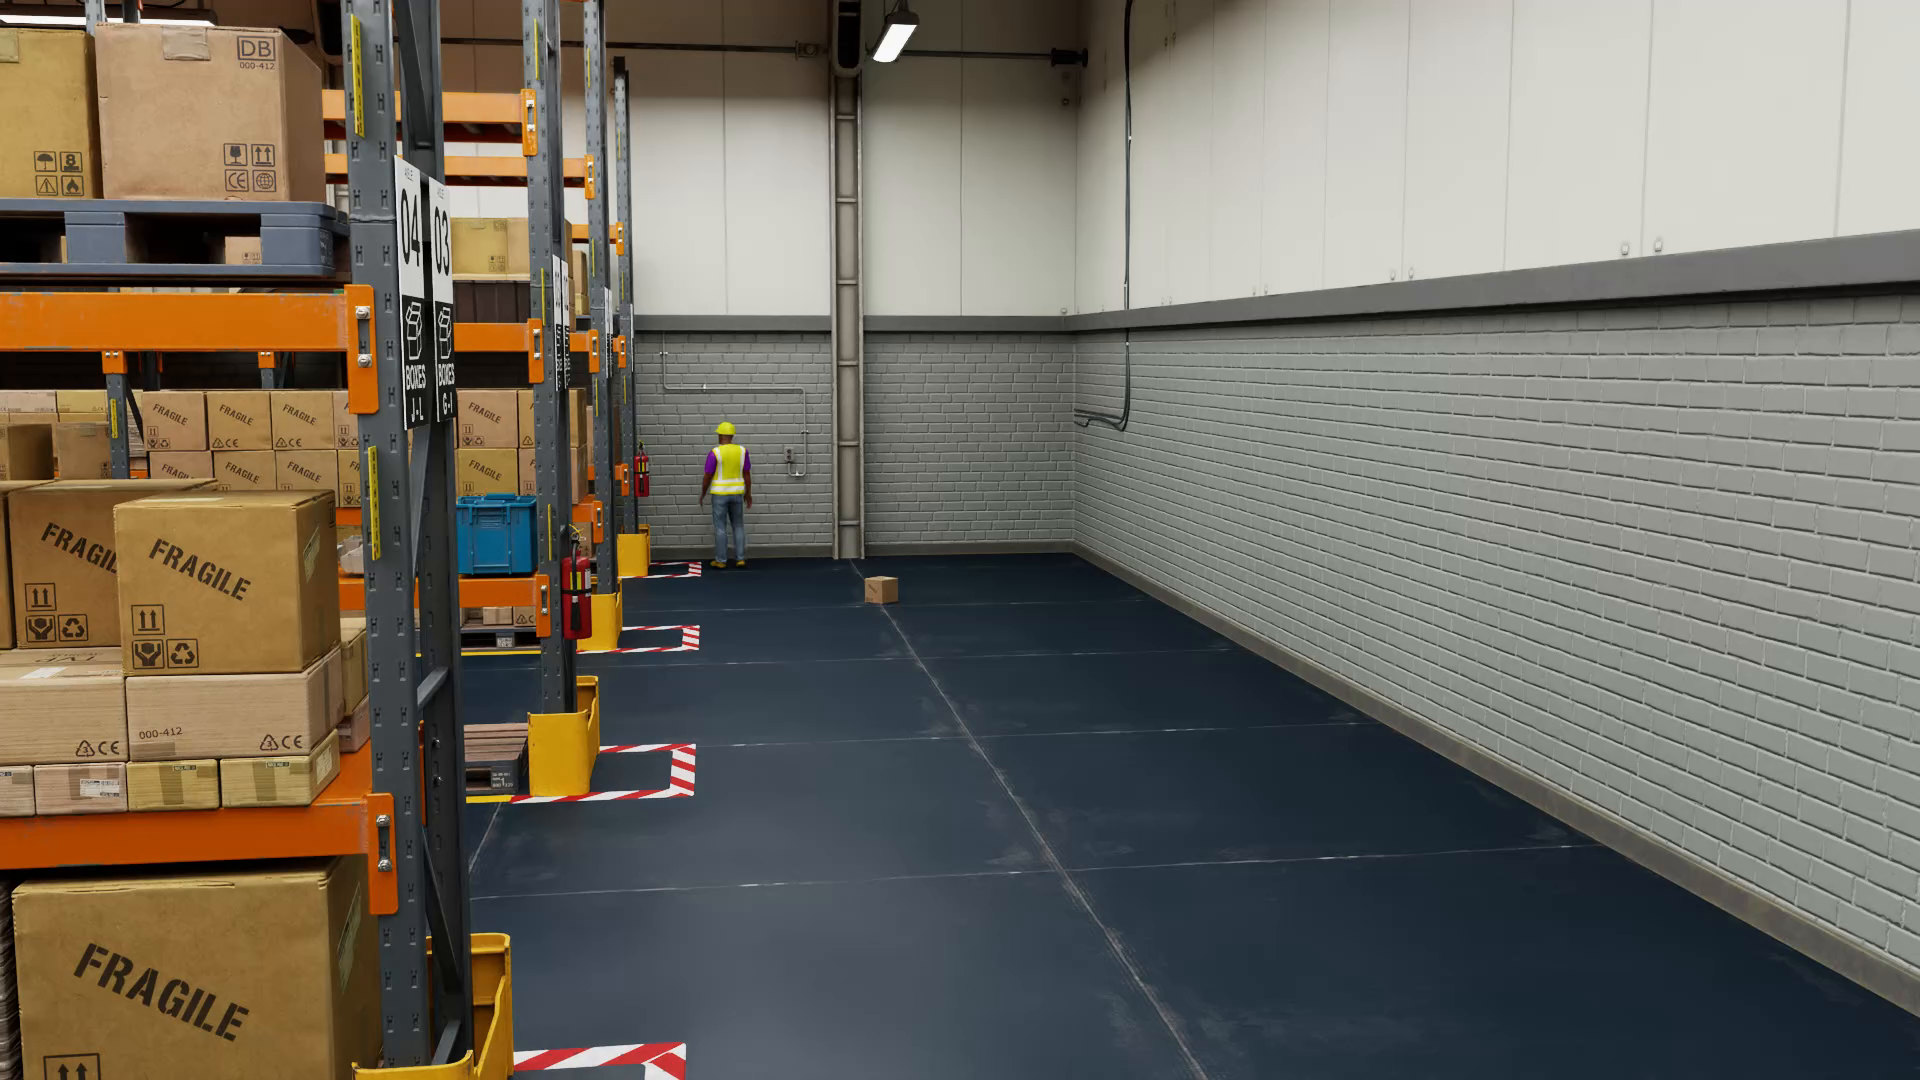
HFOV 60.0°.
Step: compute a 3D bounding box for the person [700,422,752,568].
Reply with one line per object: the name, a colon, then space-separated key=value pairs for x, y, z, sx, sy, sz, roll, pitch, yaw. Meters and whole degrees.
person: x=-2.852 y=-0.522 z=20.229 sx=0.617 sy=1.829 sz=0.460 roll=-4 pitch=8 yaw=-31
